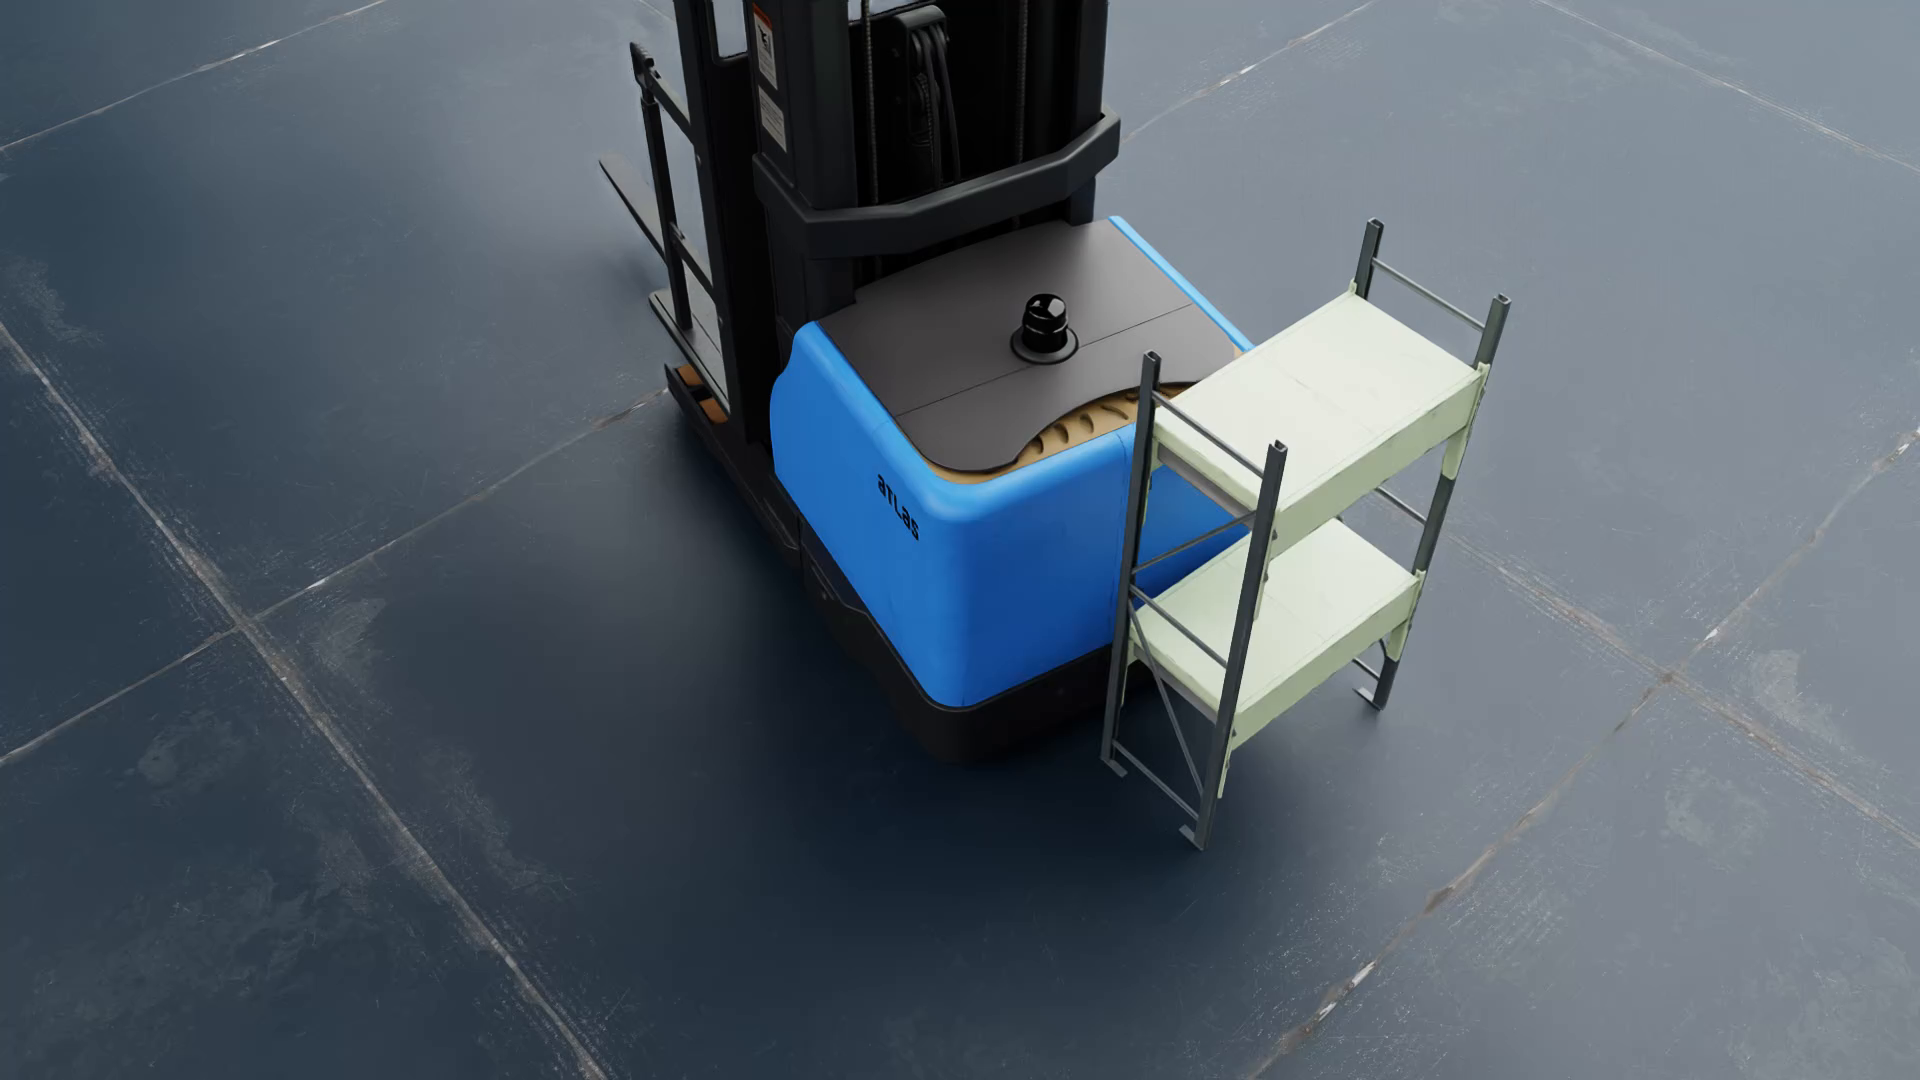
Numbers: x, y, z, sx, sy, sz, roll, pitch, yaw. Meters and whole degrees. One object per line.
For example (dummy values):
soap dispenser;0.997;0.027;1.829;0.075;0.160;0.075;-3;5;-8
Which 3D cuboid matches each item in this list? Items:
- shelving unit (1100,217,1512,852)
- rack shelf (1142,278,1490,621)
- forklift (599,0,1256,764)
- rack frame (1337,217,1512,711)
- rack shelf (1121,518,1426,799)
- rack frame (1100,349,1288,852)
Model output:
shelving unit;0.812;0.040;4.192;0.755;1.500;0.431;-32;55;-26
rack shelf;0.812;-0.224;3.906;0.720;0.370;0.431;-32;55;-26
forklift;-0.334;-1.458;4.601;1.130;2.935;3.031;-22;51;-19
rack frame;1.092;-0.133;4.352;0.023;1.500;0.400;-32;55;-26
rack shelf;0.812;0.261;4.432;0.720;0.370;0.431;-32;55;-26
rack frame;0.532;0.213;4.033;0.023;1.500;0.400;-32;55;-26
